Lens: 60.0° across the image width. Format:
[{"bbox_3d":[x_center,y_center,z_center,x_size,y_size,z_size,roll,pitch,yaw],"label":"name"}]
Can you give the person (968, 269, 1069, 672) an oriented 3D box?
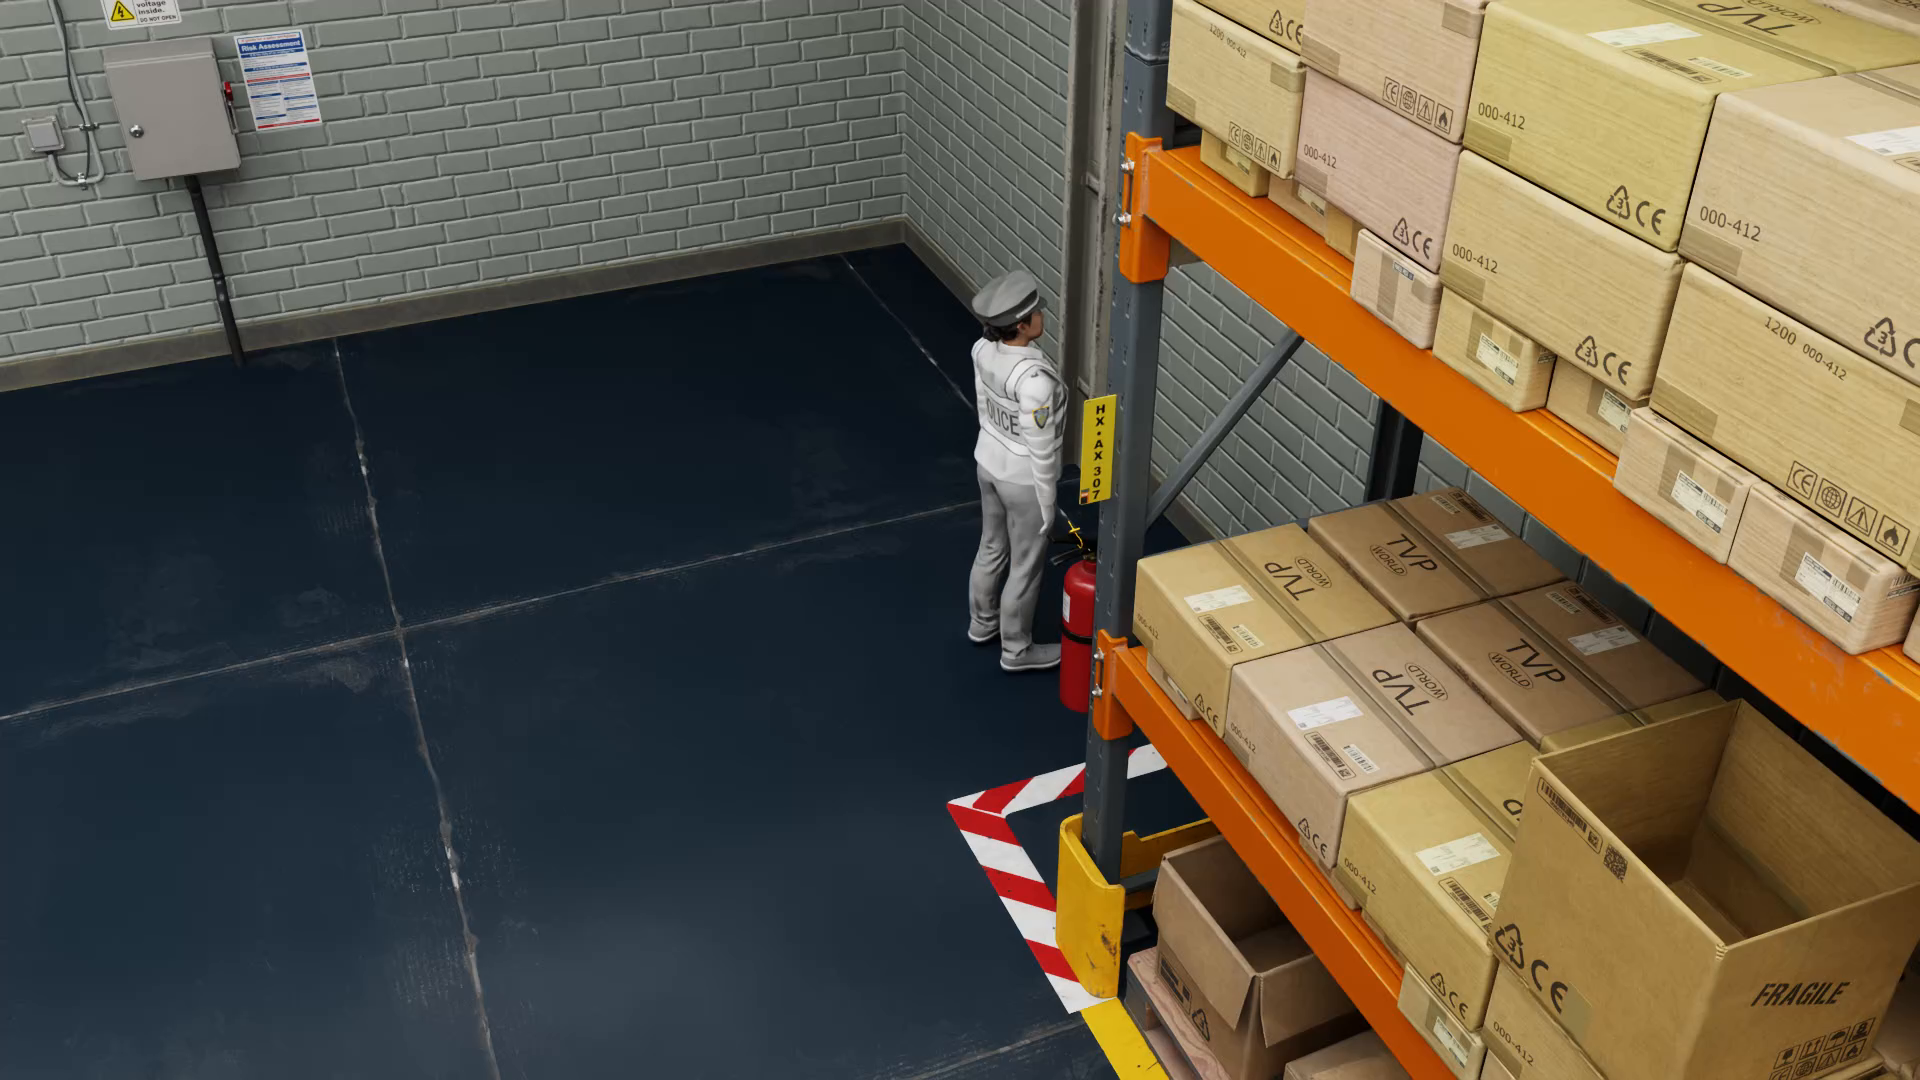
[{"bbox_3d":[0.228,-0.255,6.457,0.355,1.690,0.490,-18,38,-25],"label":"person"}]
